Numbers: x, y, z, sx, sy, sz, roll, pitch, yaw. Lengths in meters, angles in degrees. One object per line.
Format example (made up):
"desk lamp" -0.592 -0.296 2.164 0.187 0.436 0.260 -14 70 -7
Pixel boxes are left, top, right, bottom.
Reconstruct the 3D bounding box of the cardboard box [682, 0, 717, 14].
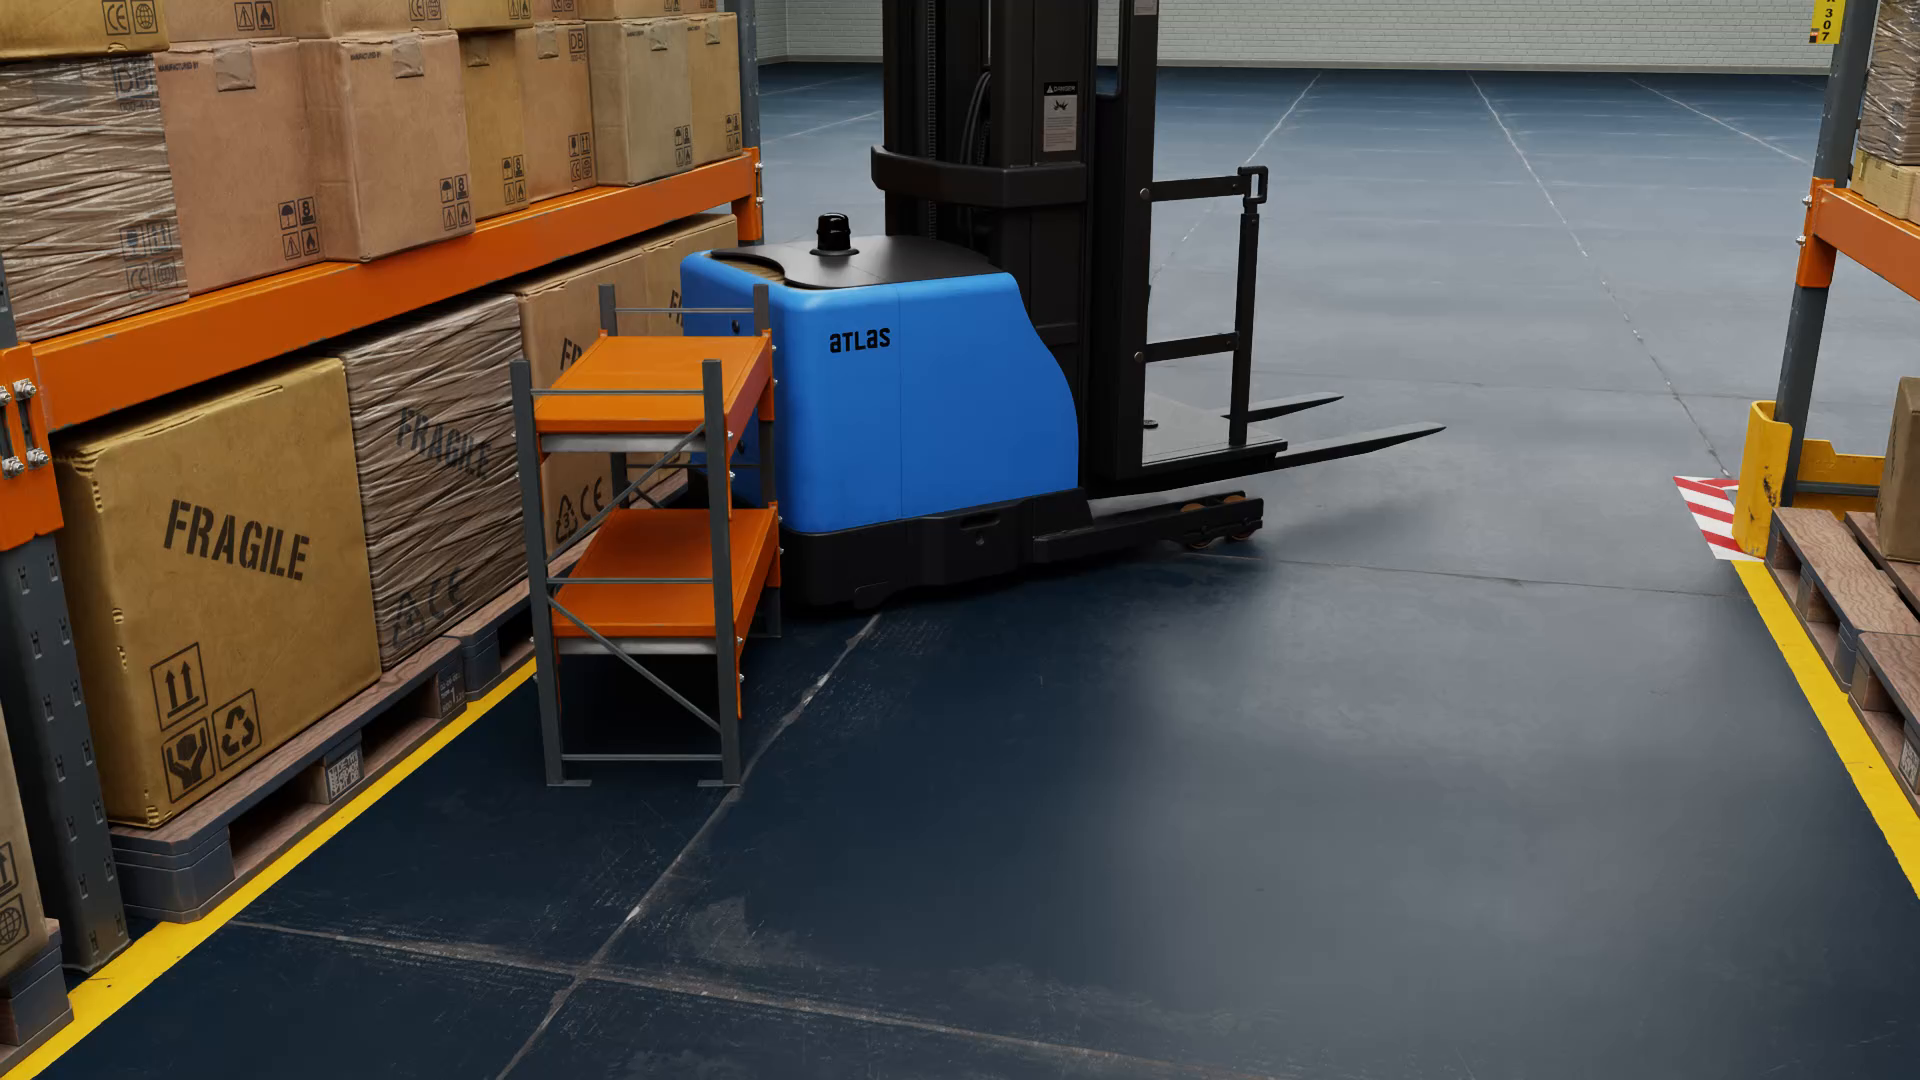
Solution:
"cardboard box" -1.448 -2.281 6.323 0.875 0.550 0.550 5 19 13

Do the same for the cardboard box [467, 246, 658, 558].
"cardboard box" -1.634 -0.512 5.684 0.875 0.875 0.875 4 19 13

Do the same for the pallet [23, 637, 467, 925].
"pallet" -2.035 0.529 4.314 1.003 0.211 1.213 5 19 13

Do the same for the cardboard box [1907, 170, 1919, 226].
"cardboard box" 2.968 -0.966 4.763 0.380 0.149 0.250 5 19 13

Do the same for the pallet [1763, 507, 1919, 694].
"pallet" 3.214 0.206 5.258 1.003 0.211 1.213 5 19 13

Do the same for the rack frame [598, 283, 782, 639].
"rack frame" -0.819 -0.224 5.105 0.500 1.125 0.032 0 19 0

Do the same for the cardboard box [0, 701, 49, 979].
"cardboard box" -2.361 0.509 2.888 1.050 0.750 0.750 5 19 13

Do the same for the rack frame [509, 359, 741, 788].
"rack frame" -0.820 0.104 4.142 0.500 1.125 0.032 0 19 0

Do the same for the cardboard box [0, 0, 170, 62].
"cardboard box" -2.173 -1.254 3.315 0.875 0.550 0.550 5 19 13

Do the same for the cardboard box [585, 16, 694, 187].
"cardboard box" -1.480 -1.590 5.969 0.875 0.550 0.550 5 19 13

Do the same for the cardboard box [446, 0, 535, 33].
"cardboard box" -1.765 -1.761 4.798 0.875 0.550 0.500 5 19 13

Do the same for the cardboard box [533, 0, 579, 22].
"cardboard box" -1.761 -1.937 5.315 0.875 0.550 0.550 5 19 13

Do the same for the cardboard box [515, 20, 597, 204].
"cardboard box" -1.738 -1.424 5.484 0.875 0.550 0.550 5 19 13

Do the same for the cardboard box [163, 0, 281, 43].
"cardboard box" -2.152 -1.435 3.847 0.875 0.550 0.550 5 19 13

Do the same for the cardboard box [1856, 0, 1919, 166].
"cardboard box" 3.304 -1.407 5.052 0.875 0.500 0.500 5 19 13

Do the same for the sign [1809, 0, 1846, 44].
"sign" 2.939 -1.842 5.600 0.100 0.325 0.005 5 19 13

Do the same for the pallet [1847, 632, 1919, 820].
"pallet" 2.914 0.587 4.142 1.003 0.211 1.213 5 19 13

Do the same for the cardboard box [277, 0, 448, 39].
"cardboard box" -1.887 -1.594 4.310 0.875 0.550 0.550 5 19 13

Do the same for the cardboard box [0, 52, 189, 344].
"cardboard box" -2.218 -0.746 3.500 0.875 0.550 0.550 5 19 13

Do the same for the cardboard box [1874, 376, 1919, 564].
"cardboard box" 3.297 -0.211 5.381 0.500 0.500 0.500 9 21 23

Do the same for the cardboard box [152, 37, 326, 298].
"cardboard box" -2.106 -0.921 4.010 0.875 0.550 0.550 5 19 13

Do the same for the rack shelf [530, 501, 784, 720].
"rack shelf" -0.819 0.171 4.702 0.538 0.278 1.000 0 19 0

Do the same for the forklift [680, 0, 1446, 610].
"forklift" 0.539 -1.489 6.014 3.031 2.935 1.130 -11 22 -29

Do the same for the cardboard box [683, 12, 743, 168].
"cardboard box" -1.366 -1.764 6.479 0.875 0.550 0.550 5 19 13

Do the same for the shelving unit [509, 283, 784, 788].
"shelving unit" -0.819 -0.060 4.623 0.538 1.125 1.048 0 19 0

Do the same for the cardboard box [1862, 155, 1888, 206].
"cardboard box" 3.085 -1.123 5.223 0.380 0.149 0.250 5 19 13

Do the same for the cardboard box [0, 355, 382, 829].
"cardboard box" -2.075 0.056 4.020 0.875 0.875 0.875 5 19 14

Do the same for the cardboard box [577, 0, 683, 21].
"cardboard box" -1.493 -2.102 5.797 0.875 0.550 0.550 5 19 13

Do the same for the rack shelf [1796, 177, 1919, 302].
"rack shelf" 2.977 -0.422 3.895 1.077 0.370 4.000 5 19 13

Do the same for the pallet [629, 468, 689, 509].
"pallet" -1.439 -0.236 6.553 1.003 0.211 1.213 5 19 13

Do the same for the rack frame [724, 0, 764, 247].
"rack frame" -1.320 -1.813 6.854 1.000 3.000 0.127 5 19 13

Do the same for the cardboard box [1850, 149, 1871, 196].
"cardboard box" 3.165 -1.200 5.448 0.380 0.149 0.250 5 19 13

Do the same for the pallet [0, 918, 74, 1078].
"pallet" -2.412 1.008 2.908 1.003 0.211 1.213 5 19 13

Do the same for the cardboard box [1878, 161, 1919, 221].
"cardboard box" 3.009 -1.046 4.997 0.380 0.149 0.250 5 19 13

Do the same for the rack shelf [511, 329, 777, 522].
"rack shelf" -0.819 -0.337 4.529 0.538 0.278 1.000 0 19 0

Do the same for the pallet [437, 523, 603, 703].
"pallet" -1.739 0.145 5.437 1.003 0.211 1.213 5 19 13

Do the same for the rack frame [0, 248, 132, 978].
"rack frame" -2.297 -0.559 3.183 1.000 3.000 0.127 5 19 13

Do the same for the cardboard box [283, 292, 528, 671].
"cardboard box" -1.859 -0.227 4.848 0.875 0.875 0.875 5 19 14

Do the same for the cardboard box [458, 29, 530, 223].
"cardboard box" -1.828 -1.255 4.988 0.875 0.550 0.500 5 19 13

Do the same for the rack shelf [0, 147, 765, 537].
"rack shelf" -1.808 -0.845 5.135 1.077 0.370 4.000 5 19 13

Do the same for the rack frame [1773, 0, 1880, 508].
"rack frame" 3.465 -1.389 5.614 1.000 3.000 0.127 5 19 13

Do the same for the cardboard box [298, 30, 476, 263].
"cardboard box" -1.860 -1.081 4.478 0.875 0.550 0.550 5 19 13

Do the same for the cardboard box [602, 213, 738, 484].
"cardboard box" -1.421 -0.788 6.492 0.875 0.875 0.875 5 19 14

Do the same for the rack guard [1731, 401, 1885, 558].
"rack guard" 3.447 -0.183 5.948 1.175 0.500 0.348 5 19 13

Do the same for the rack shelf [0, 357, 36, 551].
"rack shelf" -2.786 0.408 1.464 1.077 0.370 4.000 5 19 13
